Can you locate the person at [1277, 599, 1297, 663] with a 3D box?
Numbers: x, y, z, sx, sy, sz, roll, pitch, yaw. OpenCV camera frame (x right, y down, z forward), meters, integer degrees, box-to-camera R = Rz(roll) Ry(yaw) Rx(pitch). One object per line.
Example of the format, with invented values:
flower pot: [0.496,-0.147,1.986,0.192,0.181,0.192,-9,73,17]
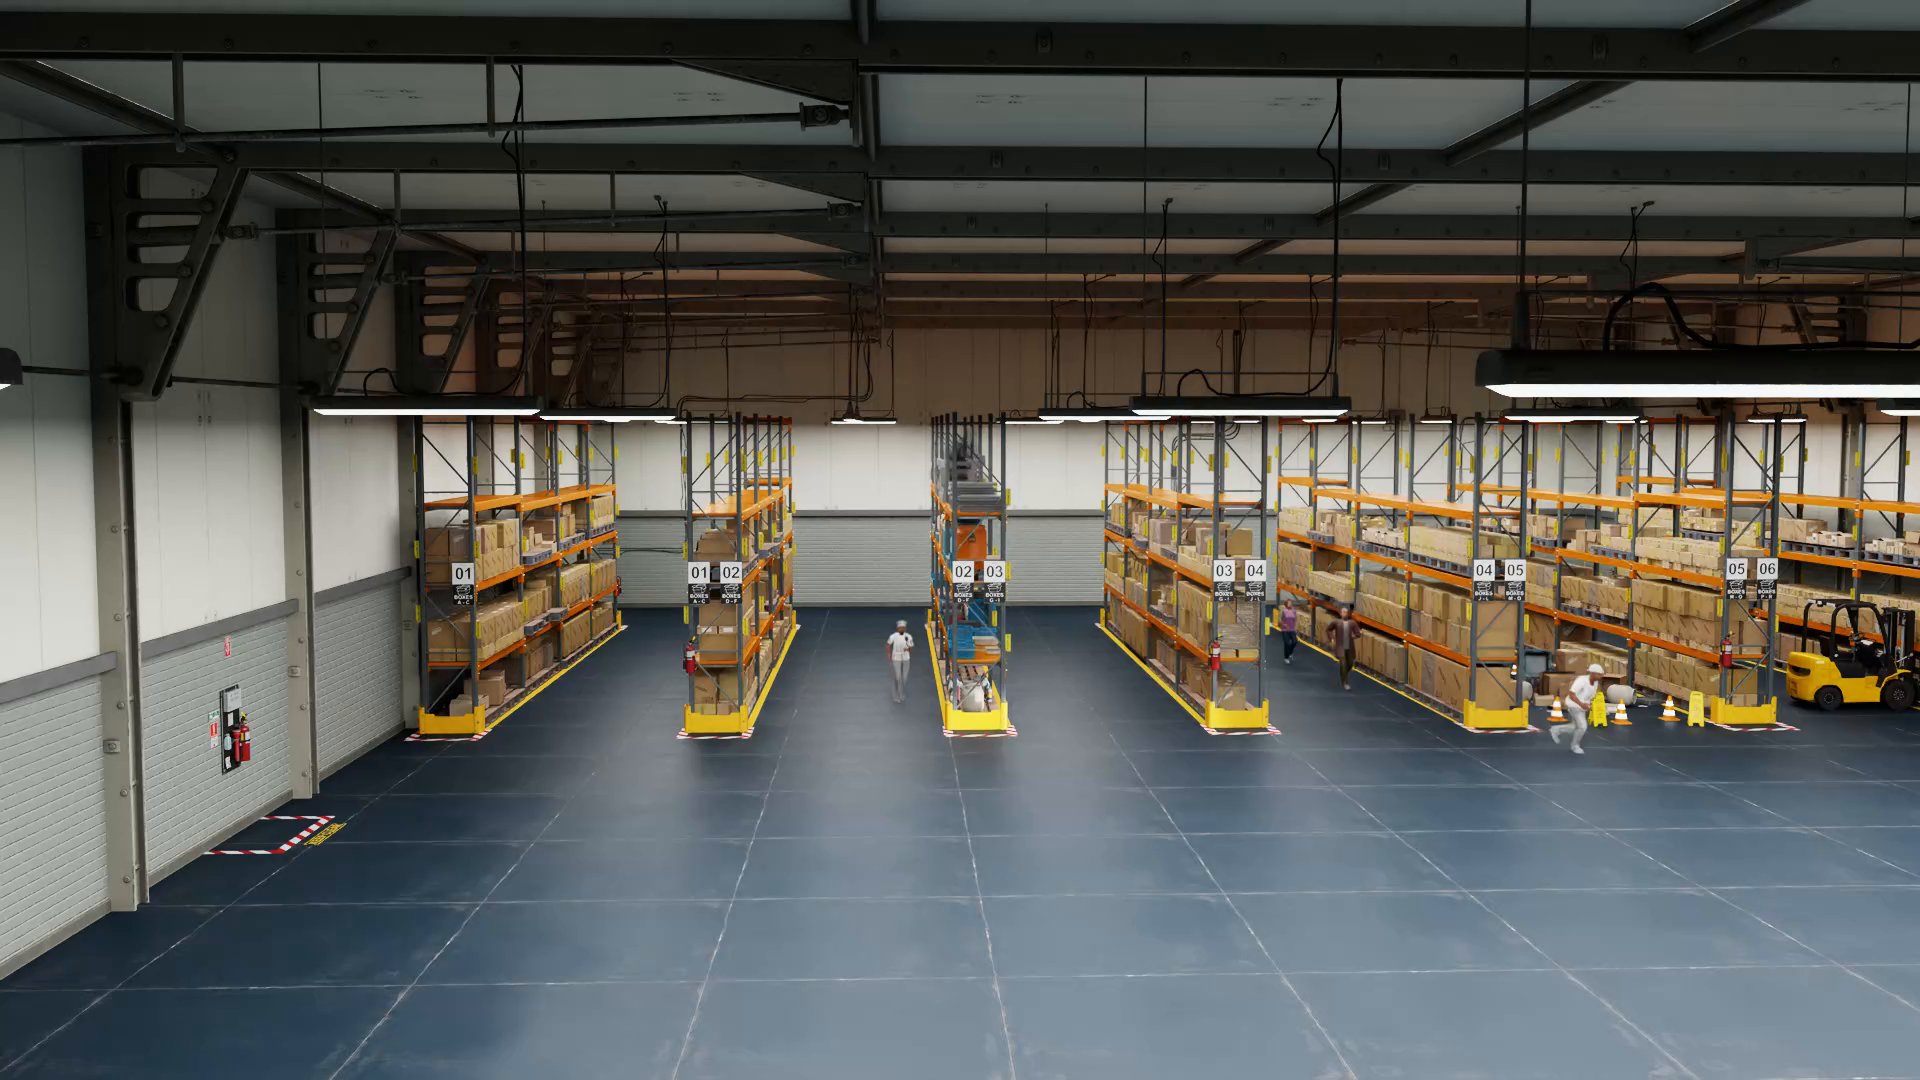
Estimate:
person: [7.939,2.205,40.171,0.538,1.564,0.536,0,4,-7]

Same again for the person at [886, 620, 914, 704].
person: [-1.227,2.538,34.563,0.541,1.729,0.724,-1,4,-11]

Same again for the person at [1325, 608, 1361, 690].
person: [8.383,2.357,36.299,0.714,1.754,1.028,0,4,-5]

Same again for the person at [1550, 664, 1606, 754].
person: [10.865,2.945,29.260,0.707,1.609,0.994,-3,5,-40]
